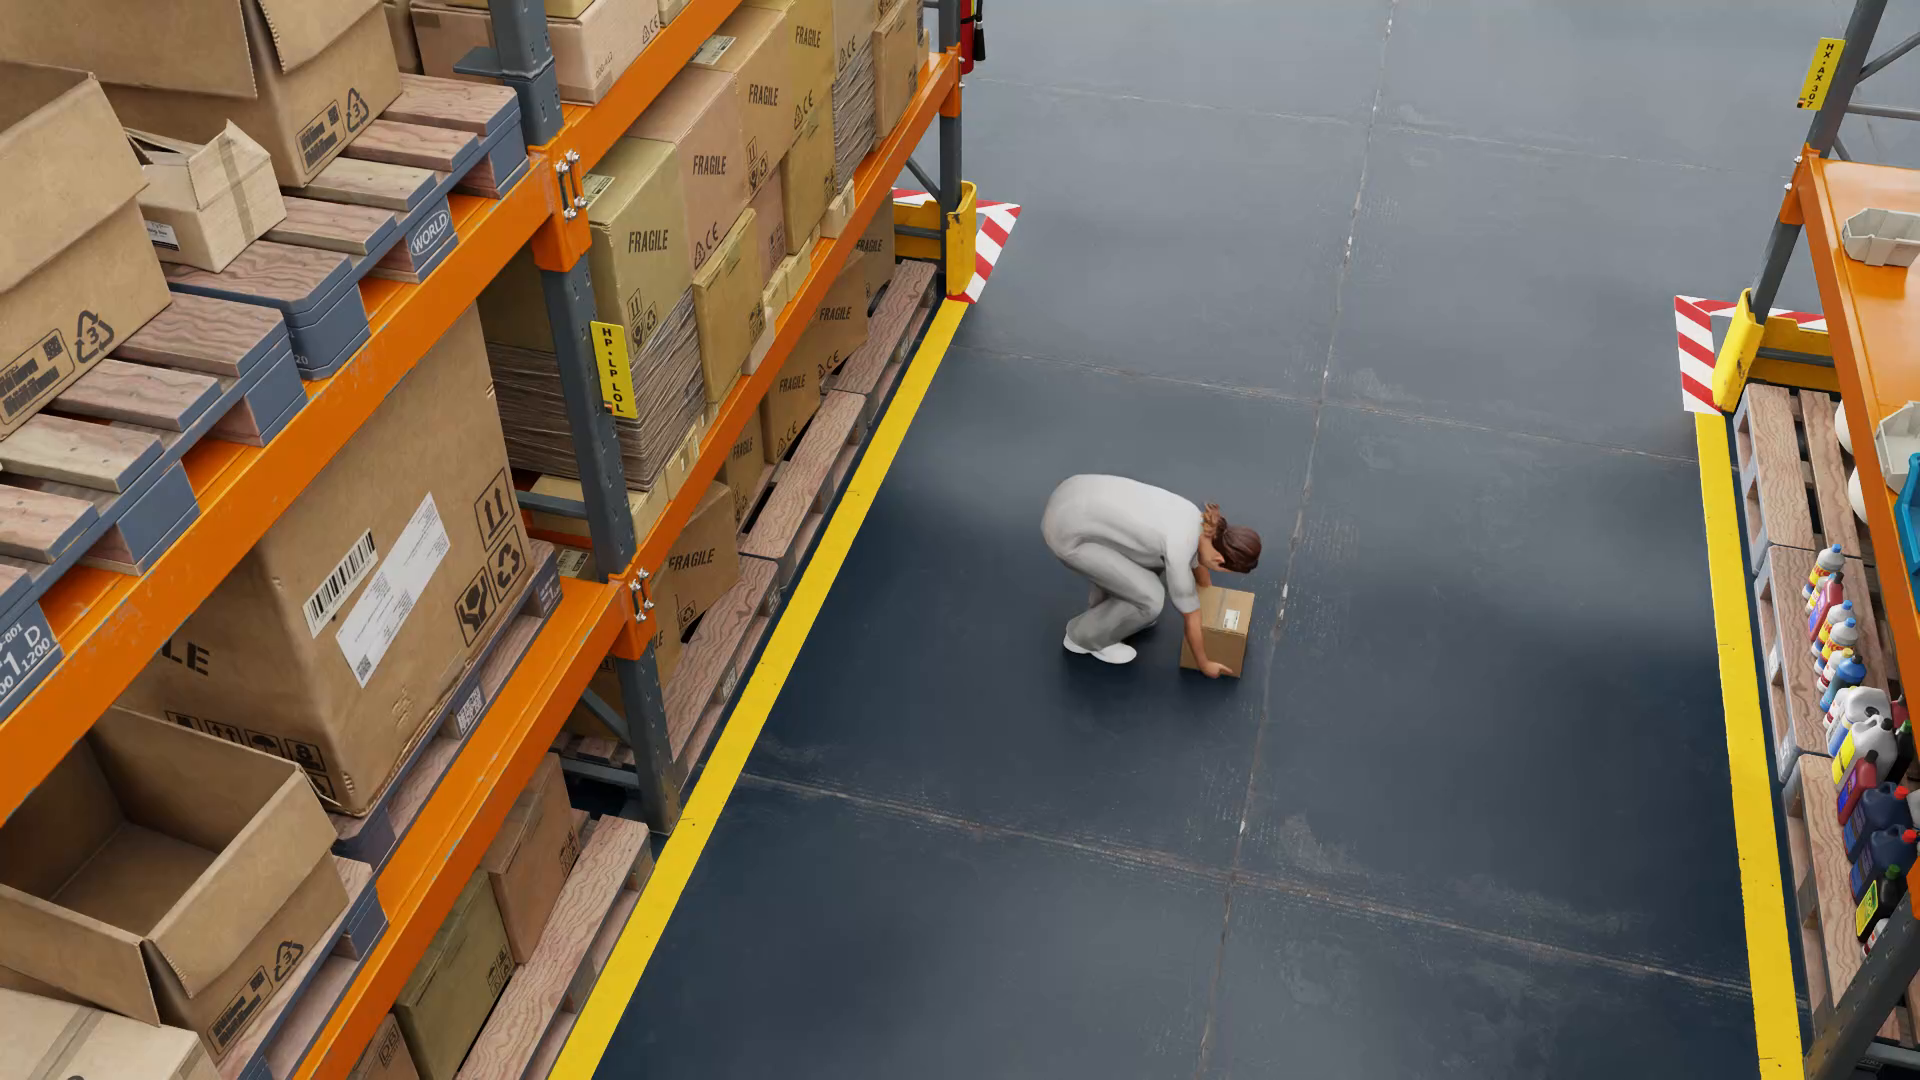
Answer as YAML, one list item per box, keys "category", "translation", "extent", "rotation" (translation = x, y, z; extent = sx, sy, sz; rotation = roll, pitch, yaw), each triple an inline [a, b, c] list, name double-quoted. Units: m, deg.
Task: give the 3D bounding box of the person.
- category: "person"
  translation: [0.755, 0.130, 6.700]
  extent: [0.863, 0.808, 0.461]
  rotation: [9, 42, 10]
